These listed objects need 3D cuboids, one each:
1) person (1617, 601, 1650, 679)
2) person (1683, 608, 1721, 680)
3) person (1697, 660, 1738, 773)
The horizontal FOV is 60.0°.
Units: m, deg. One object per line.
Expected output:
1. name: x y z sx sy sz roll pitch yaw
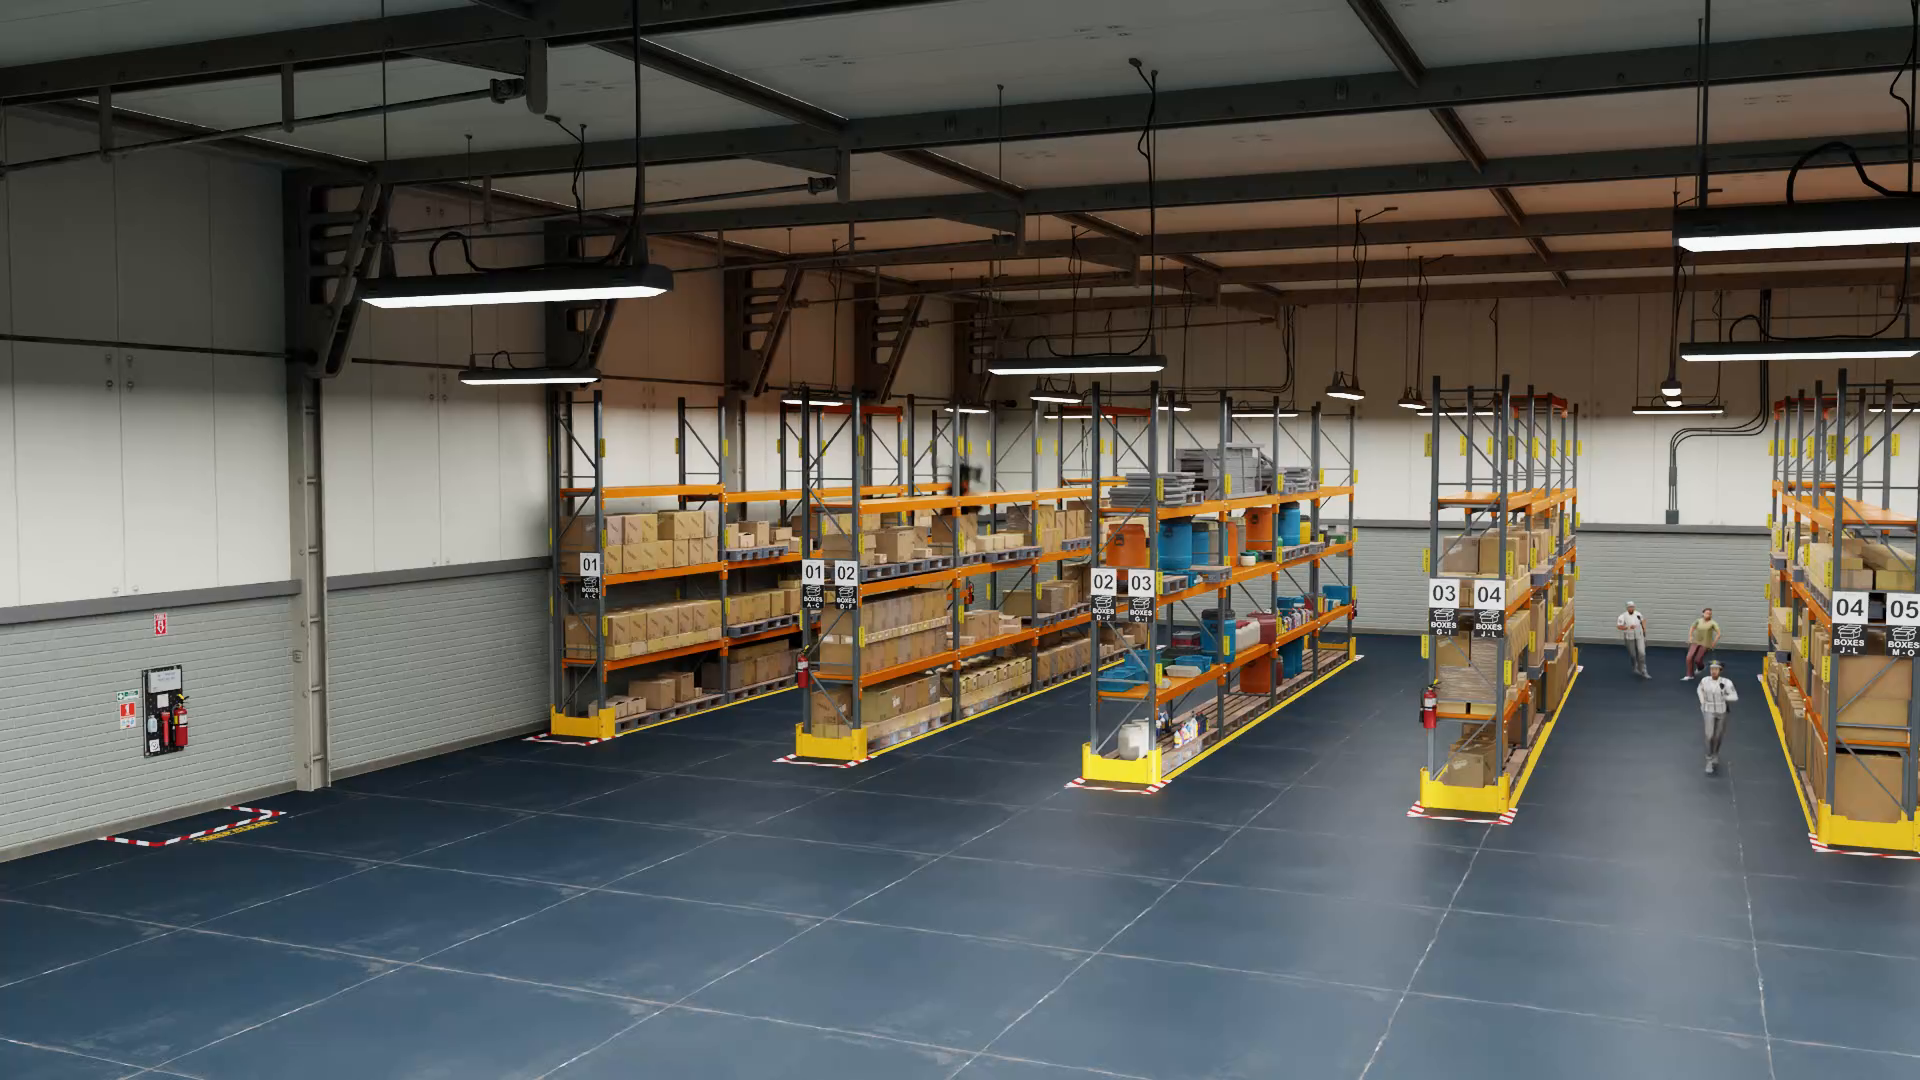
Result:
1. person: 14.773 2.177 36.542 0.660 1.673 0.850 1 3 13
2. person: 16.048 2.242 35.871 0.674 1.591 0.601 3 4 43
3. person: 11.801 2.733 25.919 0.584 1.754 0.775 1 3 25
